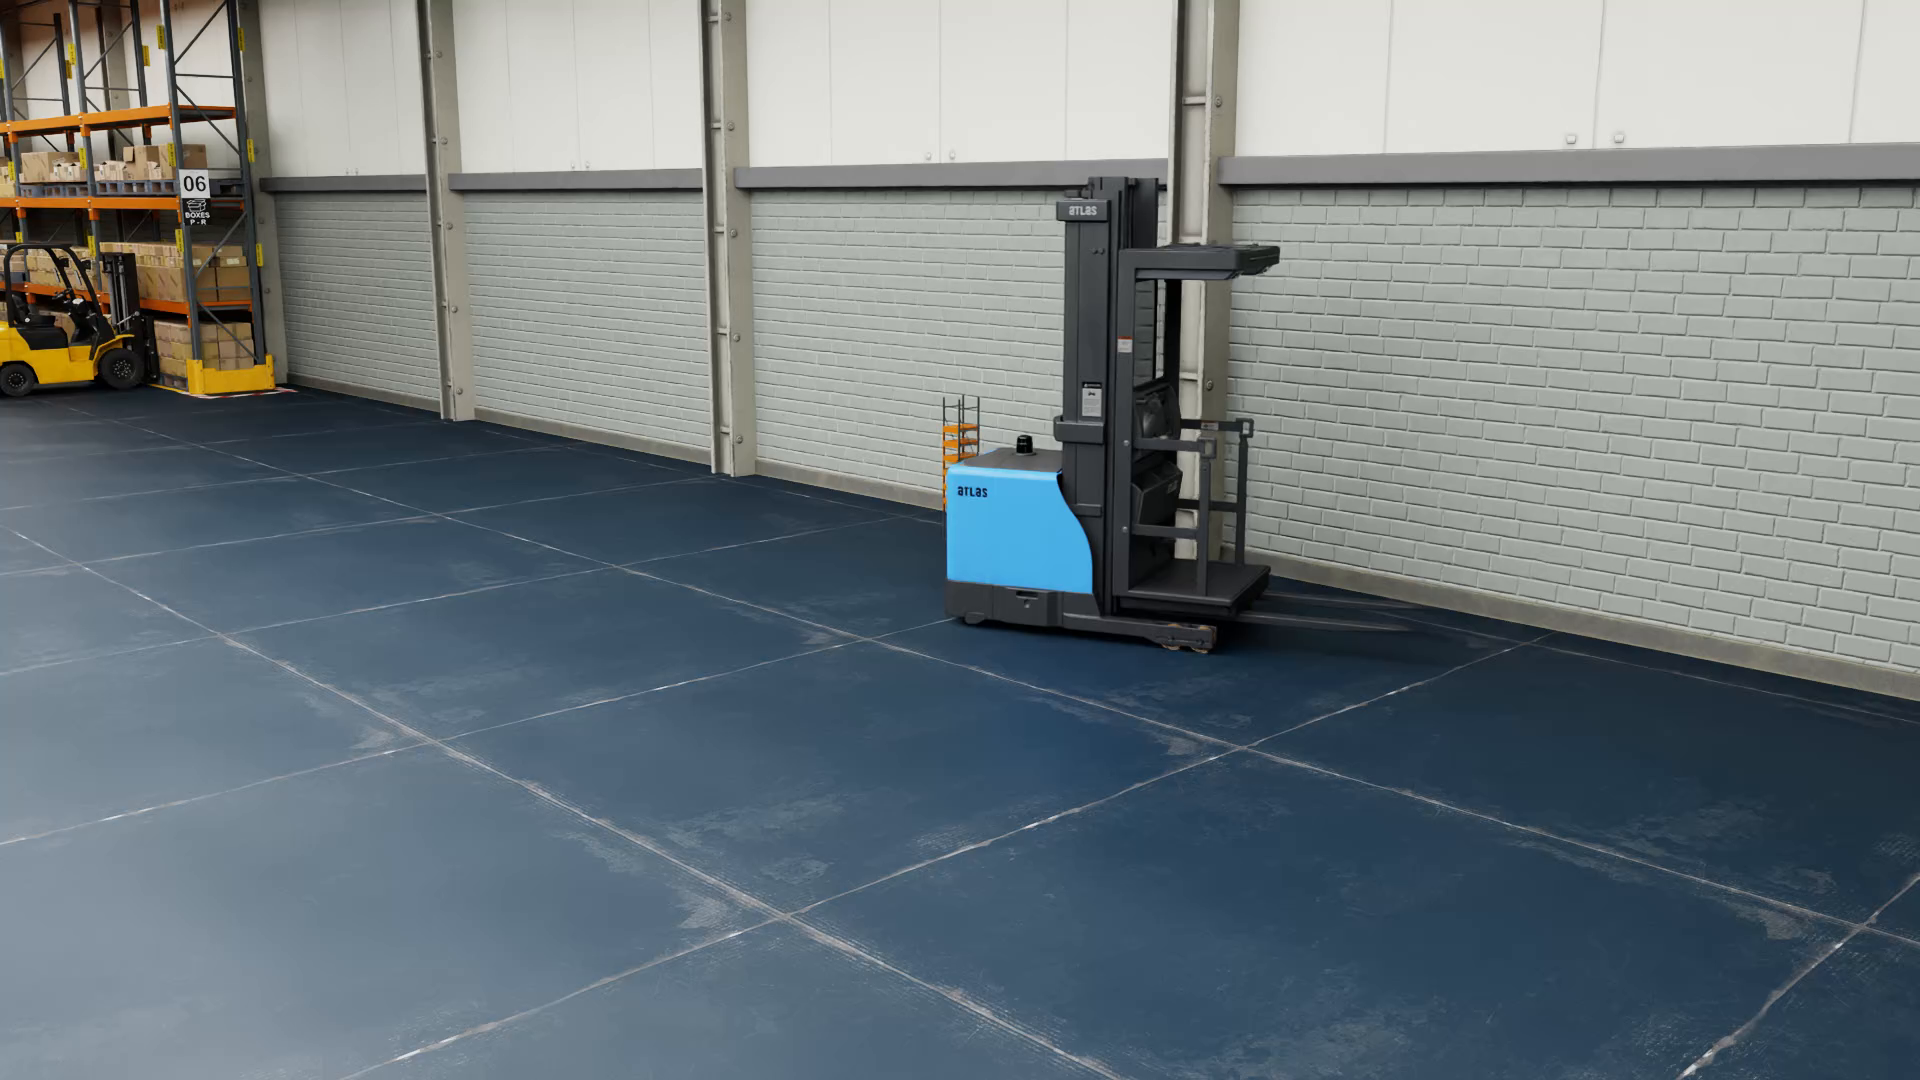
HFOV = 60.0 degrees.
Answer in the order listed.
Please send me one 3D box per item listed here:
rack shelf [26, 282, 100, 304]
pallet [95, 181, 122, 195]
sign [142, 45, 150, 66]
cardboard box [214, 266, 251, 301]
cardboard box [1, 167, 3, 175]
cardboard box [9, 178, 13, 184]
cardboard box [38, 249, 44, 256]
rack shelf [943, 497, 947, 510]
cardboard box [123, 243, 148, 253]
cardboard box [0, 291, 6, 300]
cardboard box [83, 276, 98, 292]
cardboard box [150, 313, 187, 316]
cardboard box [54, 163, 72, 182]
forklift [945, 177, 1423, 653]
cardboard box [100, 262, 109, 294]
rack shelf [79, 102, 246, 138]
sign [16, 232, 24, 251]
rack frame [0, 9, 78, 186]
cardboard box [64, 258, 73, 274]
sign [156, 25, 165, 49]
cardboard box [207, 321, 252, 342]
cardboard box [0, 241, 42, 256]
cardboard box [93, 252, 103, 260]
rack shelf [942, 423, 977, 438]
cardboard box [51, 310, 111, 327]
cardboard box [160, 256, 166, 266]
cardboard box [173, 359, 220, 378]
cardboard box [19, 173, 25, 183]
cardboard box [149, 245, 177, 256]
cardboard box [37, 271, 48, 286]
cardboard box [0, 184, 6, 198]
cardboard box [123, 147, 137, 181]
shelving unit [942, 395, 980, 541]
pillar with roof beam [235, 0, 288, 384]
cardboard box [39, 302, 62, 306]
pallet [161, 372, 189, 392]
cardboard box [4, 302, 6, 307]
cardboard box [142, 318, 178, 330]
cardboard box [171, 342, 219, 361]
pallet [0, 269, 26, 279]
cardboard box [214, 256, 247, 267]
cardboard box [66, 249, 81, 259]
[{"bbox_3d":[-14.945,-4.211,28.700,1.077,0.370,4.000,-11,16,-43],"label":"rack shelf"},{"bbox_3d":[-12.956,-5.576,26.330,1.003,0.211,1.213,-11,16,-43],"label":"pallet"},{"bbox_3d":[-13.145,-7.819,26.853,0.100,0.325,0.005,-11,16,-43],"label":"sign"},{"bbox_3d":[-10.942,-3.848,24.906,0.500,0.500,0.500,-10,15,-41],"label":"cardboard box"},{"bbox_3d":[-17.248,-6.729,30.351,0.380,0.149,0.250,-11,16,-43],"label":"cardboard box"},{"bbox_3d":[-16.910,-6.505,30.002,0.250,0.149,0.380,11,16,44],"label":"cardboard box"},{"bbox_3d":[-15.937,-5.062,29.191,0.380,0.149,0.250,-10,16,-41],"label":"cardboard box"},{"bbox_3d":[0.010,-0.307,13.838,0.258,0.103,0.180,-11,16,-43],"label":"rack shelf"},{"bbox_3d":[-12.827,-4.548,25.963,0.380,0.149,0.250,-11,16,-43],"label":"cardboard box"},{"bbox_3d":[-18.819,-4.763,32.406,0.250,0.149,0.380,11,16,42],"label":"cardboard box"},{"bbox_3d":[-14.101,-4.235,27.406,0.500,0.250,0.500,-10,16,-41],"label":"cardboard box"},{"bbox_3d":[-12.723,-3.503,26.778,0.500,0.250,0.500,-11,16,-43],"label":"cardboard box"},{"bbox_3d":[-14.770,-6.135,27.756,0.500,0.311,0.500,11,16,43],"label":"cardboard box"},{"bbox_3d":[1.464,-0.845,10.751,3.031,2.935,1.130,5,13,22],"label":"forklift"},{"bbox_3d":[-13.446,-4.219,26.710,0.500,0.500,0.500,11,16,44],"label":"cardboard box"},{"bbox_3d":[-12.182,-6.370,25.302,1.077,0.370,4.000,-11,16,-43],"label":"rack shelf"},{"bbox_3d":[-16.712,-5.307,29.562,0.100,0.325,0.005,-11,16,-43],"label":"sign"},{"bbox_3d":[-16.326,-7.794,29.439,1.000,3.000,0.127,-11,16,-43],"label":"rack frame"},{"bbox_3d":[-14.797,-4.628,28.076,0.500,0.250,0.500,-10,16,-41],"label":"cardboard box"},{"bbox_3d":[-11.203,-7.049,23.313,0.100,0.325,0.005,-11,16,-43],"label":"sign"},{"bbox_3d":[-10.996,-3.133,24.980,0.500,0.250,0.500,-11,16,-43],"label":"cardboard box"},{"bbox_3d":[-17.587,-5.324,31.023,0.637,0.503,0.797,11,16,44],"label":"cardboard box"},{"bbox_3d":[-13.960,-4.657,27.227,0.380,0.149,0.250,-10,15,-41],"label":"cardboard box"},{"bbox_3d":[0.010,-0.895,13.716,0.258,0.103,0.180,-11,16,-43],"label":"rack shelf"},{"bbox_3d":[-15.448,-3.711,29.333,0.875,0.625,0.625,-10,15,-41],"label":"cardboard box"},{"bbox_3d":[-11.739,-4.183,24.927,0.380,0.149,0.250,-11,16,-43],"label":"cardboard box"},{"bbox_3d":[-11.354,-2.571,24.731,0.500,0.250,0.500,-11,16,-42],"label":"cardboard box"},{"bbox_3d":[-16.305,-6.371,29.260,0.380,0.166,0.250,-11,16,-43],"label":"cardboard box"},{"bbox_3d":[-11.972,-4.358,25.040,0.380,0.149,0.250,-10,16,-41],"label":"cardboard box"},{"bbox_3d":[-15.852,-4.609,29.220,0.500,0.250,0.500,-11,16,-44],"label":"cardboard box"},{"bbox_3d":[-17.203,-6.365,30.312,0.500,0.250,0.500,-11,16,-42],"label":"cardboard box"},{"bbox_3d":[-12.294,-5.747,25.394,0.797,0.503,0.637,-10,15,-41],"label":"cardboard box"},{"bbox_3d":[0.010,-0.586,13.780,0.258,1.200,0.189,-11,16,-43],"label":"shelving unit"},{"bbox_3d":[-13.744,-6.253,21.963,9.100,9.000,0.400,-11,16,-43],"label":"pillar with roof beam"},{"bbox_3d":[-17.190,-4.426,31.505,0.380,0.149,0.250,-11,16,-44],"label":"cardboard box"},{"bbox_3d":[-11.360,-2.428,25.172,1.003,0.211,1.213,-11,16,-43],"label":"pallet"},{"bbox_3d":[-17.878,-4.432,31.534,0.380,0.149,0.250,-11,16,-42],"label":"cardboard box"},{"bbox_3d":[-12.402,-3.281,25.699,0.500,0.250,0.500,-11,16,-44],"label":"cardboard box"},{"bbox_3d":[-11.363,-2.819,24.695,0.500,0.250,0.500,-11,16,-43],"label":"cardboard box"},{"bbox_3d":[-17.672,-5.044,31.438,1.003,0.211,1.213,-11,16,-43],"label":"pallet"},{"bbox_3d":[-10.848,-4.140,24.717,0.250,0.149,0.380,11,16,44],"label":"cardboard box"},{"bbox_3d":[-14.864,-4.839,28.112,0.380,0.149,0.250,-11,16,-42],"label":"cardboard box"}]
